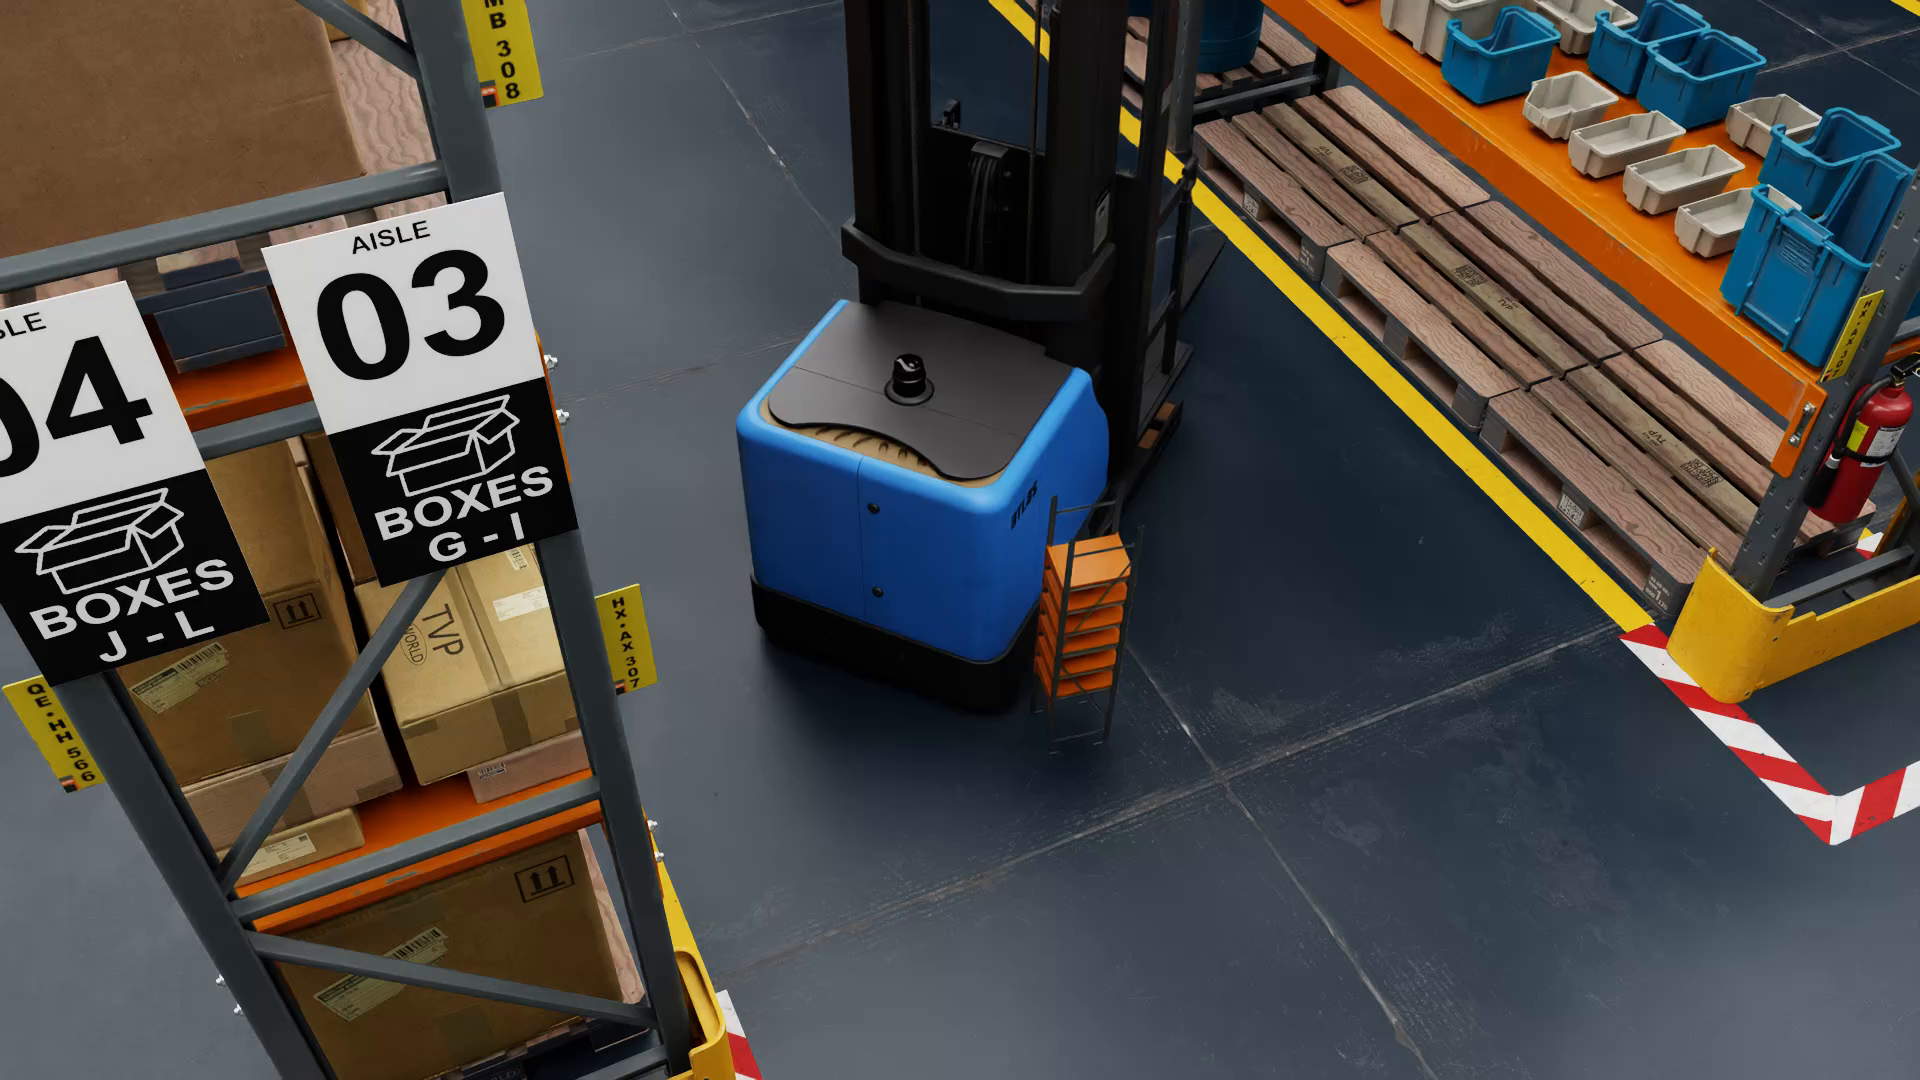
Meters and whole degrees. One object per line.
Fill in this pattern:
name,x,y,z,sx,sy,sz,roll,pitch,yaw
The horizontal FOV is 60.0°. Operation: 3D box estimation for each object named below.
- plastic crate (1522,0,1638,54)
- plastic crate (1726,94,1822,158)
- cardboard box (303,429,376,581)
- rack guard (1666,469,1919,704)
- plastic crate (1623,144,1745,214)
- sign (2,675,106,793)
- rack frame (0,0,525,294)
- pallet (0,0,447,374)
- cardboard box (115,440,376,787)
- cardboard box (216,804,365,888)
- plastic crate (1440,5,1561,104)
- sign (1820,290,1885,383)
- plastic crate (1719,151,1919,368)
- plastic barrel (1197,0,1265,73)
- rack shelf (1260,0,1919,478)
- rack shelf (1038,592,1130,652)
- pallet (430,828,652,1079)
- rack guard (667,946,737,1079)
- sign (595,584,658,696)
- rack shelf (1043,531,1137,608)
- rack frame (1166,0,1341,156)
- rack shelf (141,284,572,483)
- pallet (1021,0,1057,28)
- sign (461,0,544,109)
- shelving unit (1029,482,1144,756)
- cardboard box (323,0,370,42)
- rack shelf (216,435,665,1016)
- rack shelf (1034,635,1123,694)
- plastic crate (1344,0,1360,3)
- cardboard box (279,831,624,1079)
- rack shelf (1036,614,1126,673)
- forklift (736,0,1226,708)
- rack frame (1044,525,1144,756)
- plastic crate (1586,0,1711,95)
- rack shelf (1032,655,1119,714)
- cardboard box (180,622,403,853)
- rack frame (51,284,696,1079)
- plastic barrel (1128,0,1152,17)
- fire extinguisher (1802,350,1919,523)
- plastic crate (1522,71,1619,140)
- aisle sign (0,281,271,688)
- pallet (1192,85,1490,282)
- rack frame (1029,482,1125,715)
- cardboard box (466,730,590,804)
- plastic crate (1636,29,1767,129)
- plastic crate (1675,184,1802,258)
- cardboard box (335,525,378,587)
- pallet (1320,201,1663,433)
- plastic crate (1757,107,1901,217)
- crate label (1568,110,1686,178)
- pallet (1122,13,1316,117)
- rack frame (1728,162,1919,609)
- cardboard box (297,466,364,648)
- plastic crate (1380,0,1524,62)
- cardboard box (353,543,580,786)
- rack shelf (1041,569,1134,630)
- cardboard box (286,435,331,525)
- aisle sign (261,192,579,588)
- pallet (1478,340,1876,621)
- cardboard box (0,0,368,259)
plastic crate,2.568,-2.196,6.985,0.293,0.136,0.466,-18,47,-17
plastic crate,3.095,-1.584,6.364,0.250,0.136,0.298,-18,47,-17
cardboard box,-1.416,-0.301,4.281,0.500,0.500,0.500,-19,48,-18
rack guard,3.267,0.161,6.231,1.175,0.500,0.348,-18,47,-17
plastic crate,2.629,-1.323,6.100,0.396,0.136,0.243,-18,47,-17
sign,-1.747,0.377,3.239,0.100,0.325,0.005,-18,47,-17
rack frame,-1.249,-1.413,1.775,1.000,3.000,0.127,-18,47,-17
pallet,-1.570,-0.783,3.336,1.003,0.211,1.213,-18,47,-17
cardboard box,-1.692,0.170,3.803,0.500,0.500,0.500,-17,47,-17
cardboard box,-1.697,0.682,4.102,0.380,0.149,0.250,-17,47,-17
plastic crate,2.149,-1.935,6.652,0.416,0.233,0.300,-18,47,-17
sign,2.753,-0.626,5.132,0.100,0.325,0.005,-18,47,-17
plastic crate,2.935,-0.933,5.492,0.616,0.435,0.499,-18,47,-17
plastic barrel,1.350,-3.044,8.894,0.600,0.901,0.708,-18,47,-17
rack shelf,2.404,-1.759,6.909,1.077,0.370,4.000,-18,47,-17
rack shelf,0.411,0.249,5.527,0.258,0.103,0.180,-11,51,-11
pallet,-1.656,1.229,5.355,1.003,0.211,1.213,-18,47,-17
rack guard,-1.239,1.627,4.745,1.175,0.500,0.348,-18,47,-17
sign,-0.743,0.226,3.713,0.100,0.325,0.005,-18,47,-17
rack shelf,0.417,0.094,5.344,0.258,0.103,0.180,-11,51,-11
rack frame,1.563,-3.289,7.948,1.000,3.000,0.127,-18,47,-17
rack shelf,-2.090,-1.364,4.373,1.077,0.370,4.000,-18,47,-17
pallet,0.760,-3.579,10.227,1.003,0.211,1.213,-18,47,-17
sign,-0.743,-0.845,2.656,0.100,0.325,0.005,-18,47,-17
shelving unit,0.409,0.297,5.585,0.258,1.200,0.189,-11,51,-11
cardboard box,-1.643,-1.276,3.330,0.700,0.500,0.500,-20,48,-19
rack shelf,-2.090,-0.296,5.427,1.077,0.370,4.000,-18,47,-17
rack shelf,0.405,0.403,5.711,0.258,0.103,0.180,-11,51,-11
plastic crate,1.711,-2.690,7.253,0.402,0.464,0.583,-18,47,-17
cardboard box,-1.591,0.945,4.870,0.875,0.875,0.875,-18,47,-17
rack shelf,0.408,0.326,5.619,0.258,0.103,0.180,-11,51,-11
forklift,0.307,-1.477,6.160,1.130,2.935,3.031,19,48,18
rack frame,0.432,0.365,5.529,0.240,1.200,0.006,-11,51,-11
plastic crate,2.760,-1.987,6.705,0.416,0.233,0.300,-18,47,-17
rack shelf,0.402,0.480,5.803,0.258,0.103,0.180,-11,51,-11
cardboard box,-1.693,0.439,4.064,0.500,0.250,0.500,-19,48,-18
rack frame,-1.249,0.722,3.882,1.000,3.000,0.127,-18,47,-17
plastic barrel,1.052,-3.495,9.351,0.600,0.901,0.708,-18,47,-17
fire extinguisher,2.896,-0.350,5.289,0.296,0.674,0.183,-18,47,-17
plastic crate,2.348,-1.676,6.458,0.298,0.136,0.250,-18,47,-17
aisle sign,-1.491,-0.069,2.833,0.394,0.787,0.004,-18,47,-17
pallet,1.907,-1.840,8.464,1.003,0.211,1.213,-18,47,-17
rack frame,0.385,0.229,5.641,0.240,1.200,0.006,-11,51,-11
cardboard box,-1.099,0.488,4.299,0.380,0.149,0.250,-18,47,-17
plastic crate,2.886,-1.796,6.511,0.416,0.233,0.300,-18,47,-17
plastic crate,2.738,-1.134,5.909,0.396,0.136,0.243,-18,47,-17
cardboard box,-1.430,-0.045,4.555,0.500,0.250,0.500,-19,48,-18
pallet,2.424,-1.061,7.675,1.003,0.211,1.213,-18,47,-17
plastic crate,3.163,-1.376,6.086,0.416,0.233,0.300,-18,47,-17
crate label,2.490,-1.493,6.273,0.396,0.136,0.243,-18,47,-17
pallet,1.276,-2.801,9.438,1.003,0.211,1.213,-18,47,-17
rack frame,3.245,-0.740,5.365,1.000,3.000,0.127,-18,47,-17
cardboard box,-1.906,0.116,4.392,0.500,0.250,0.500,-19,48,-18
plastic crate,2.038,-2.241,6.927,0.437,0.282,0.530,-18,47,-17
cardboard box,-1.206,0.284,4.221,0.500,0.250,0.500,-19,48,-18
rack shelf,0.414,0.171,5.435,0.258,0.103,0.180,-11,51,-11
cardboard box,-2.120,-0.208,4.720,0.500,0.250,0.500,-20,48,-19
aisle sign,-0.946,-0.246,3.012,0.394,0.787,0.004,-18,47,-17
pallet,2.933,-0.285,6.888,1.003,0.211,1.213,-18,47,-17
cardboard box,-1.516,-0.882,2.931,0.700,0.500,0.500,-21,48,-20
